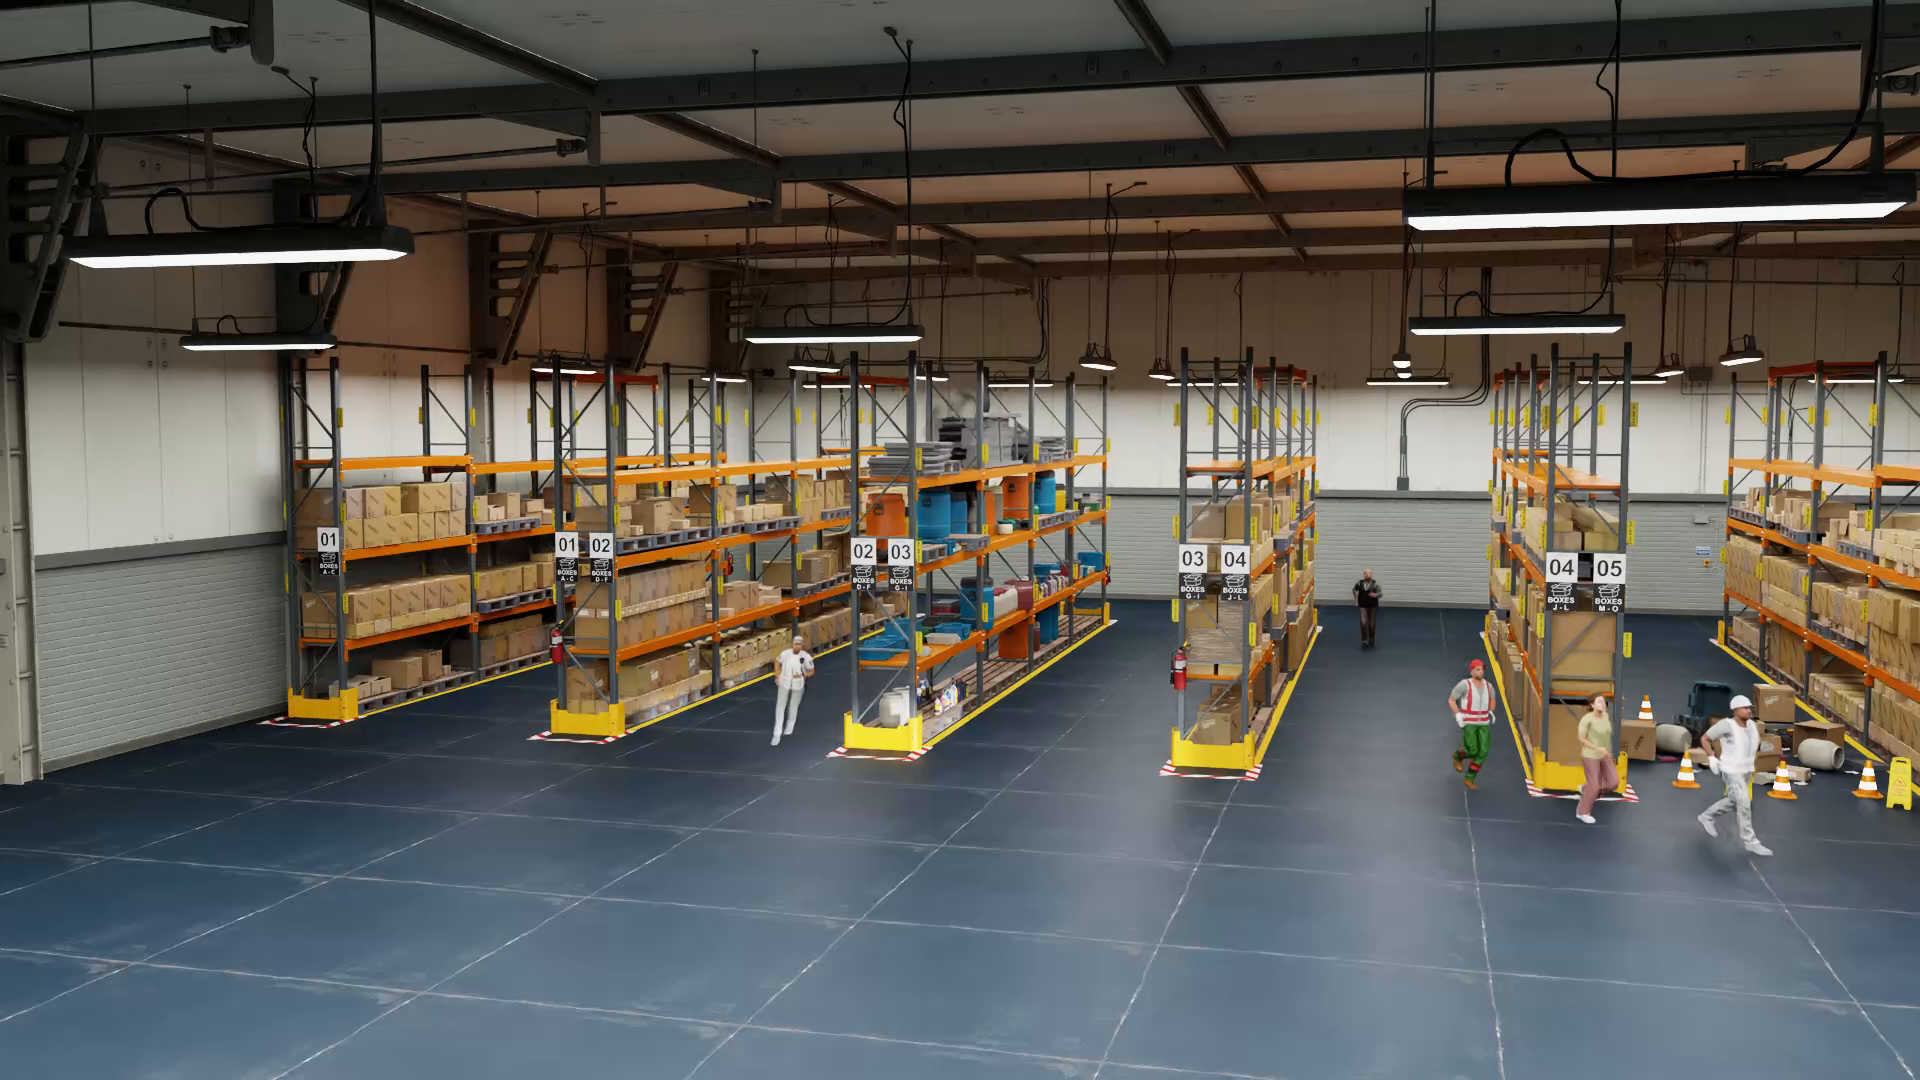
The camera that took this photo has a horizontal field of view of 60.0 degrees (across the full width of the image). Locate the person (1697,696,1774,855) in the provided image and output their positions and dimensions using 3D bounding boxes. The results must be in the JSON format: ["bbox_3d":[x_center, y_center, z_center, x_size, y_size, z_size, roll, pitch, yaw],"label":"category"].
[{"bbox_3d":[8.960,2.668,19.210,0.684,1.769,1.001,-2,5,-30],"label":"person"}]

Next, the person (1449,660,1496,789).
[{"bbox_3d":[6.994,2.488,22.632,0.661,1.744,0.591,-1,4,-11],"label":"person"}]

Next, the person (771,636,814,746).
[{"bbox_3d":[-2.577,2.296,25.777,0.649,1.649,0.874,0,4,-1],"label":"person"}]

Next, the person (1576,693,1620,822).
[{"bbox_3d":[7.879,2.688,20.553,0.601,1.628,0.602,-2,5,-24],"label":"person"}]

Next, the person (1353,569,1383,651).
[{"bbox_3d":[8.819,1.507,36.003,0.650,1.778,0.741,1,4,15],"label":"person"}]
